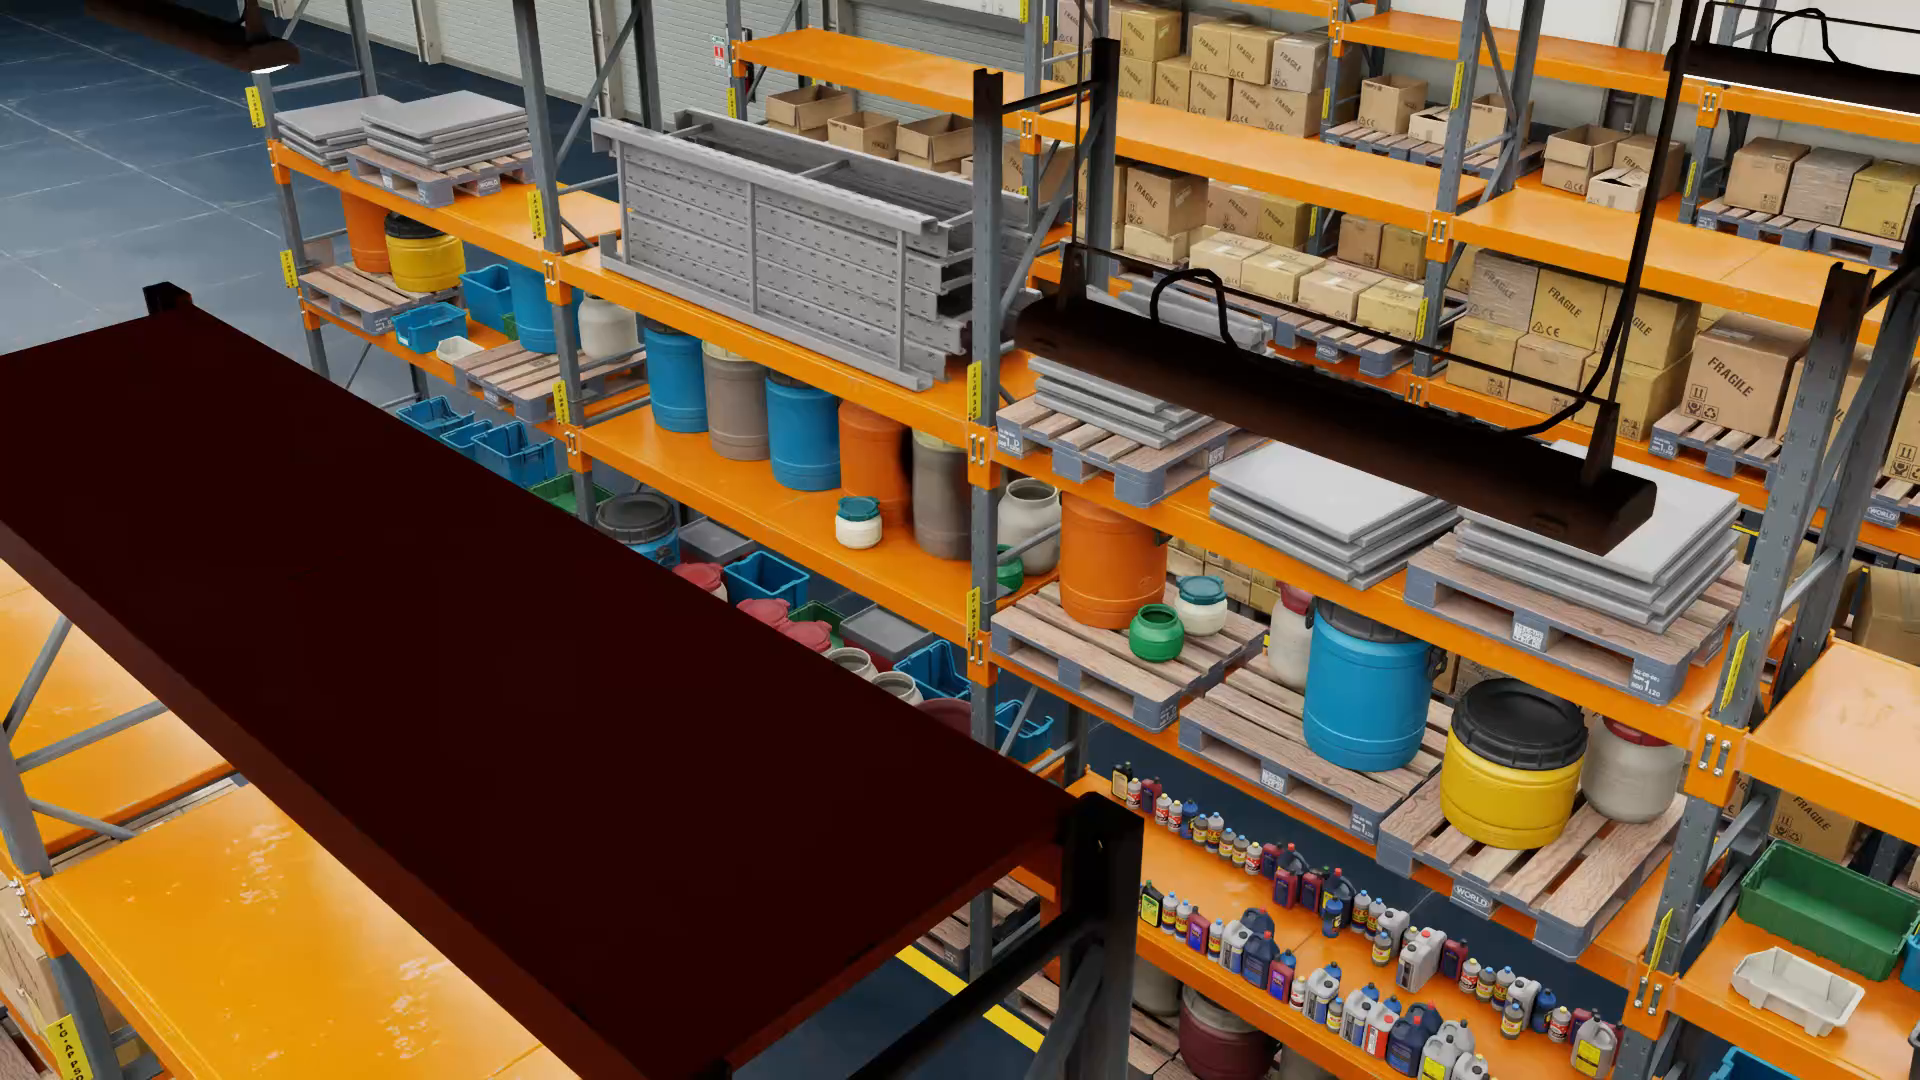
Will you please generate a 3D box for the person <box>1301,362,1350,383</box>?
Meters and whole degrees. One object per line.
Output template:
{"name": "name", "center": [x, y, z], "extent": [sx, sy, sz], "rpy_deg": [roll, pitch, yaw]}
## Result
{"name": "person", "center": [3.914, -1.852, 17.743], "extent": [0.439, 1.767, 0.637], "rpy_deg": [-9, 31, -16]}
